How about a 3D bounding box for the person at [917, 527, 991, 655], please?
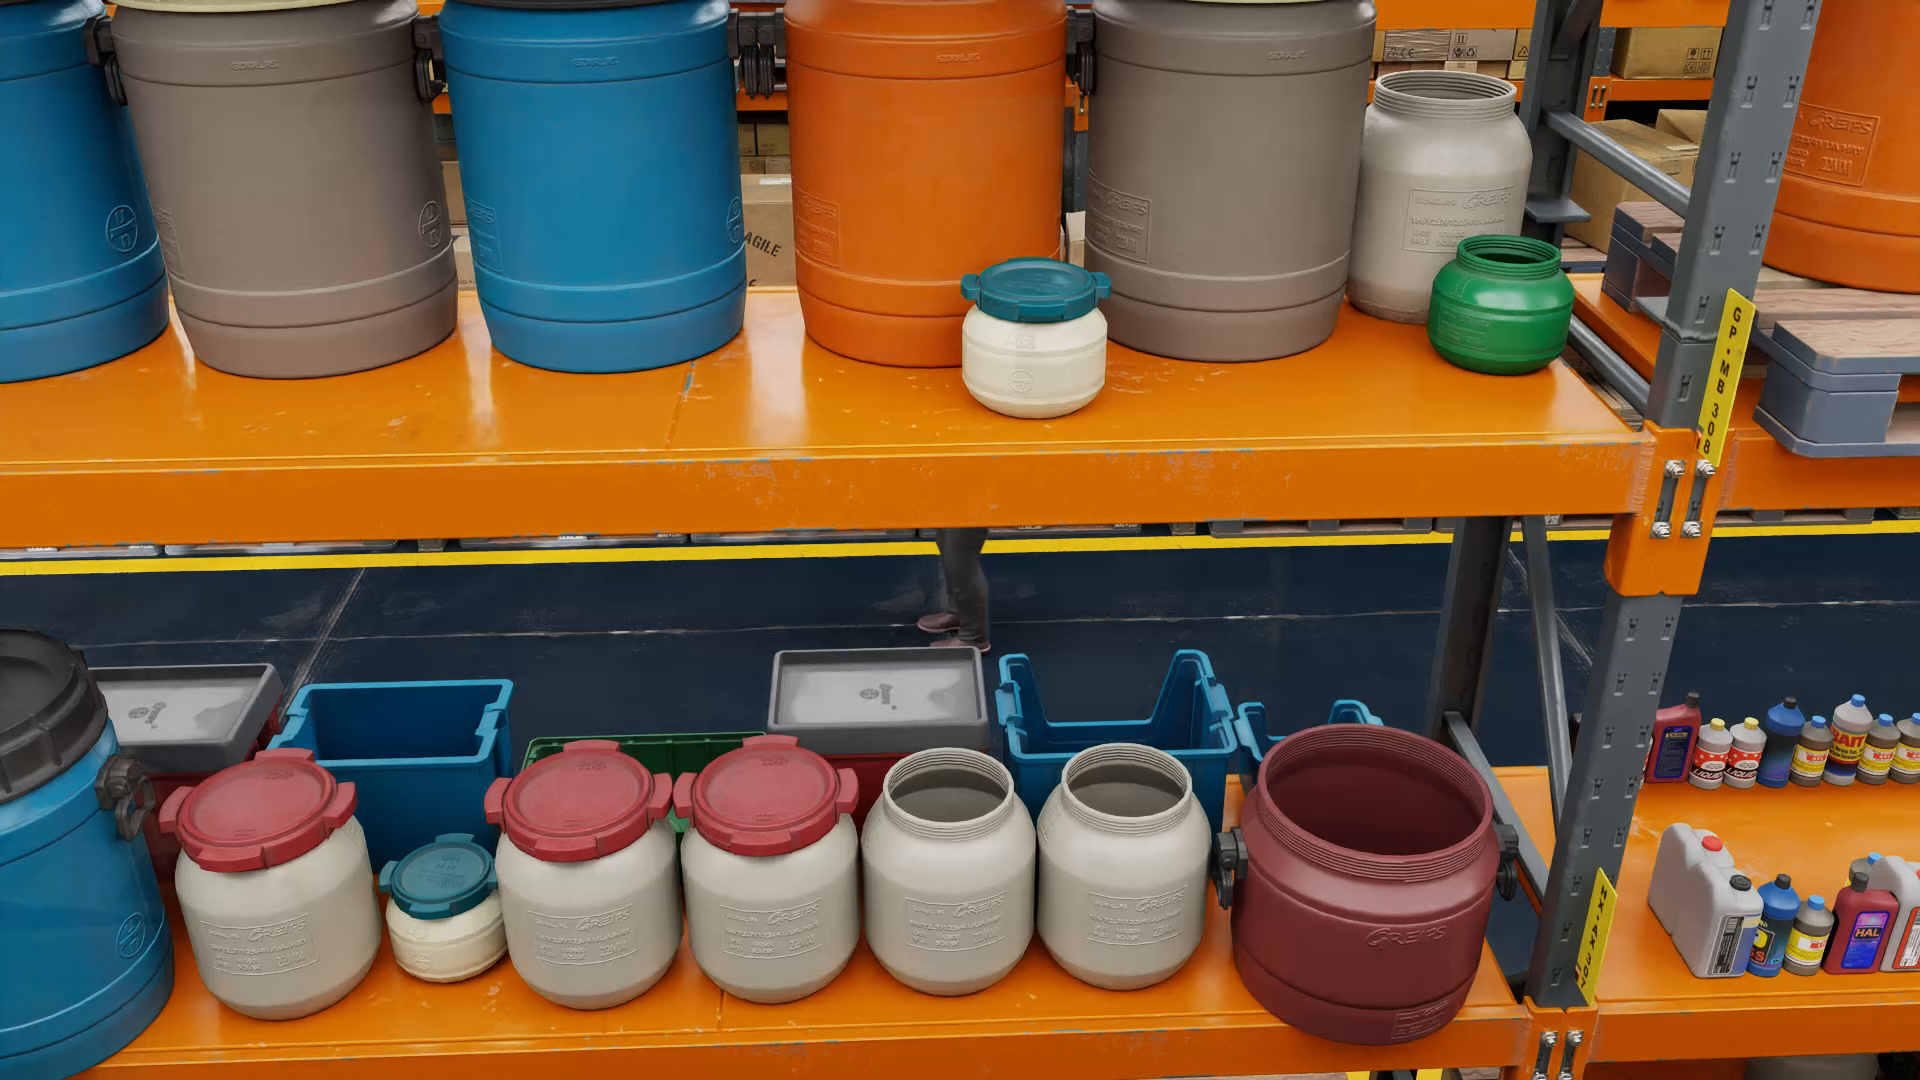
[{"bbox_3d":[-0.049,-0.248,7.602,0.512,1.649,0.452,-1,28,-2],"label":"person"}]
